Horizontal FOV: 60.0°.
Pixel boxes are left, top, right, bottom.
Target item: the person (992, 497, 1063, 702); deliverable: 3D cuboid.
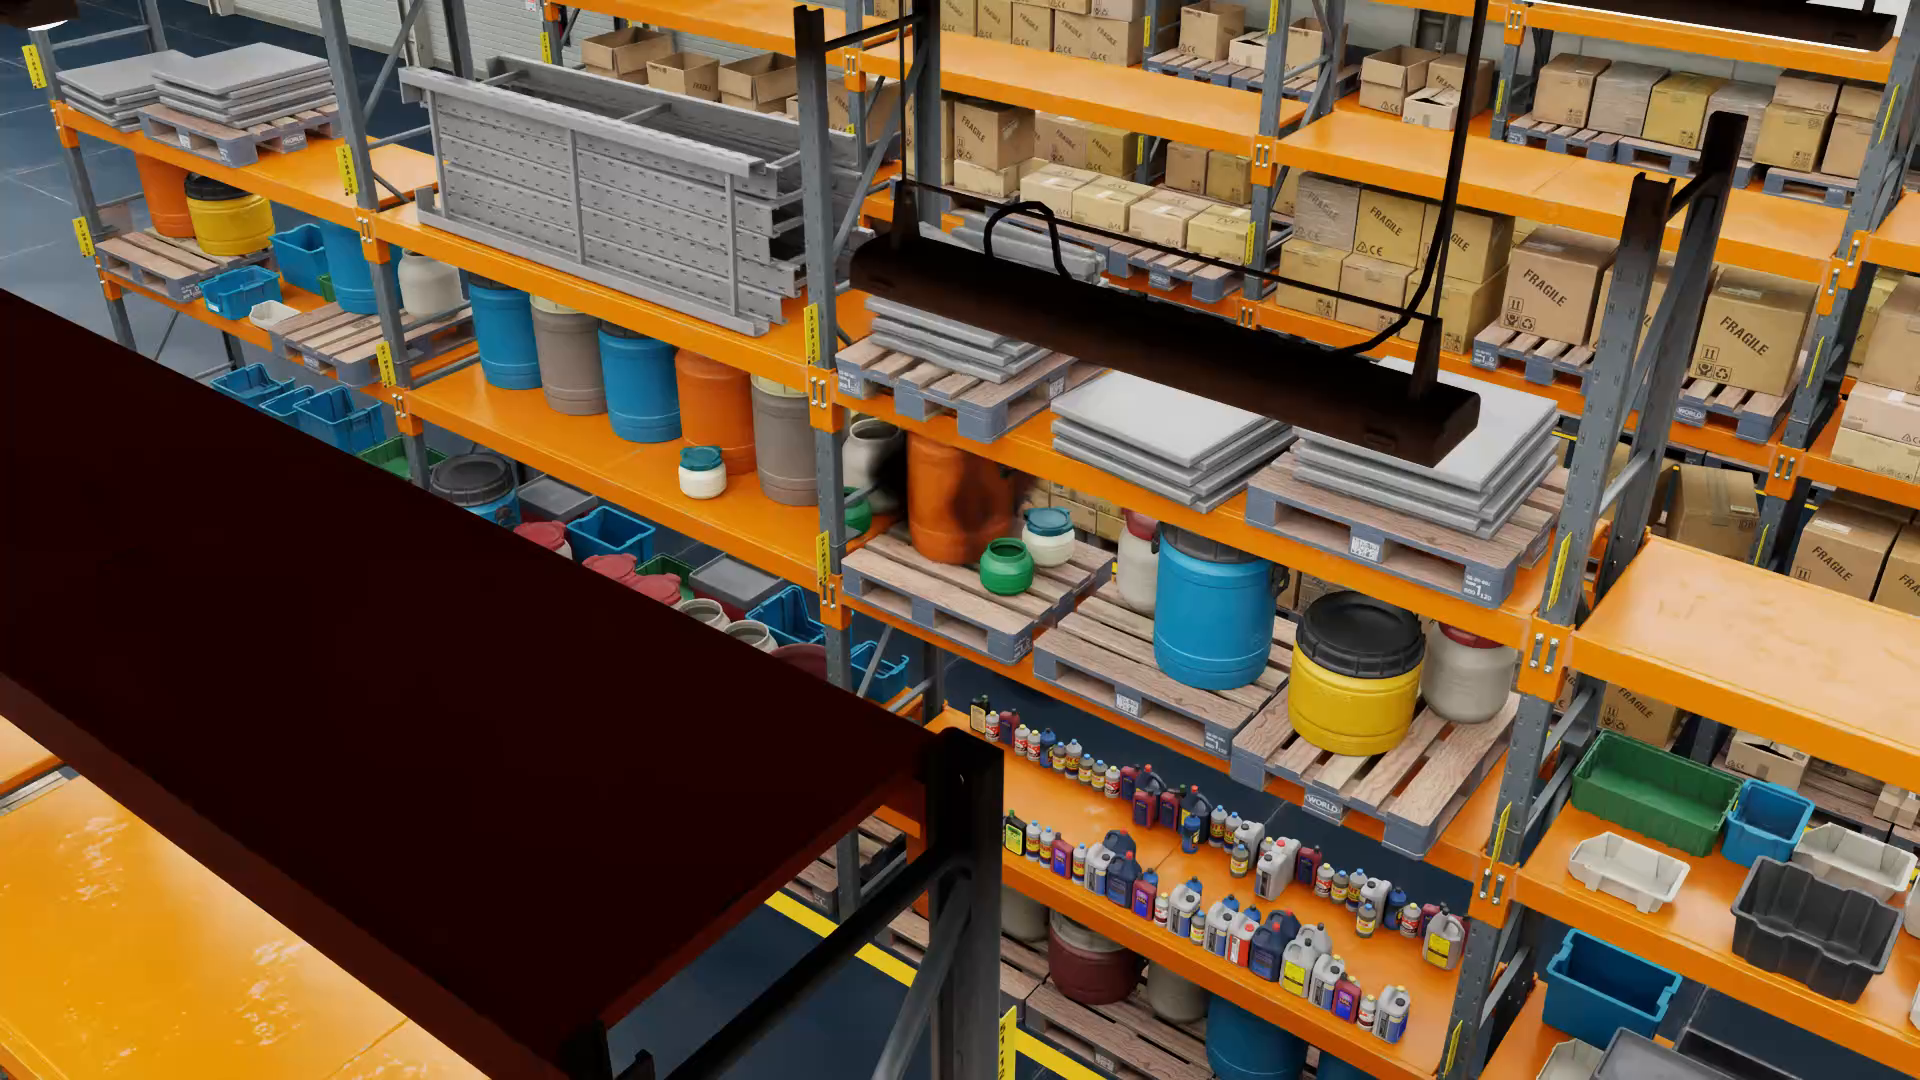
[{"bbox_3d":[0.561,0.464,12.989,0.600,1.686,0.542,-1,31,-2],"label":"person"}]
